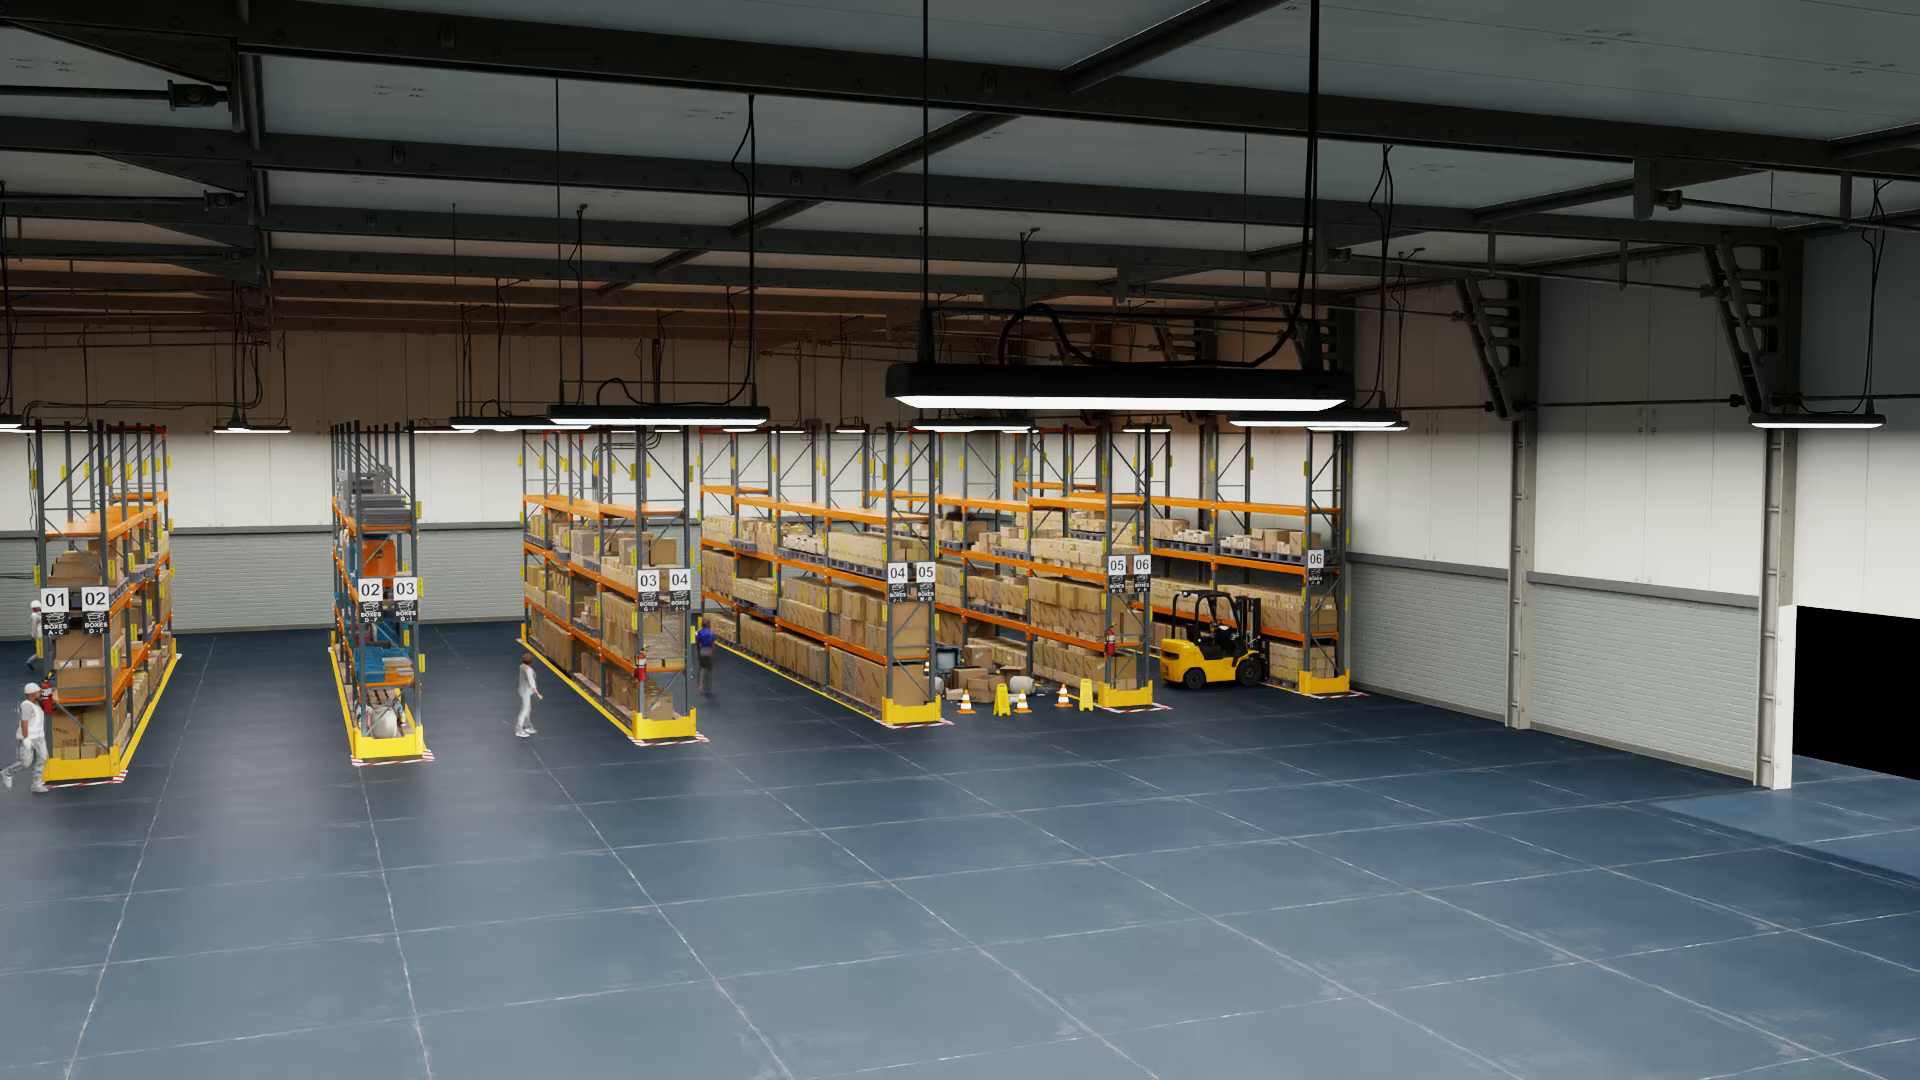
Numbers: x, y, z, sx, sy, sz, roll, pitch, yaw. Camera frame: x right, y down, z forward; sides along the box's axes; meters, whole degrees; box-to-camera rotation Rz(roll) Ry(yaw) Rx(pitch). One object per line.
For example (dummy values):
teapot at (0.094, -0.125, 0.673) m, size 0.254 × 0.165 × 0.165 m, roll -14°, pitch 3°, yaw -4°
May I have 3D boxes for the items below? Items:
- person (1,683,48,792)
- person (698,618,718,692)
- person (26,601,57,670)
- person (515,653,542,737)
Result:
person at (-14.971, 3.168, 26.634) m, size 0.677 × 1.761 × 0.566 m, roll 1°, pitch 4°, yaw 14°
person at (-5.642, 2.567, 37.095) m, size 0.464 × 1.655 × 0.447 m, roll 1°, pitch 4°, yaw 15°
person at (-22.403, 2.333, 40.561) m, size 0.677 × 1.729 × 0.522 m, roll -3°, pitch 4°, yaw -37°
person at (-8.287, 2.955, 31.824) m, size 0.509 × 1.613 × 0.580 m, roll -2°, pitch 4°, yaw -23°
